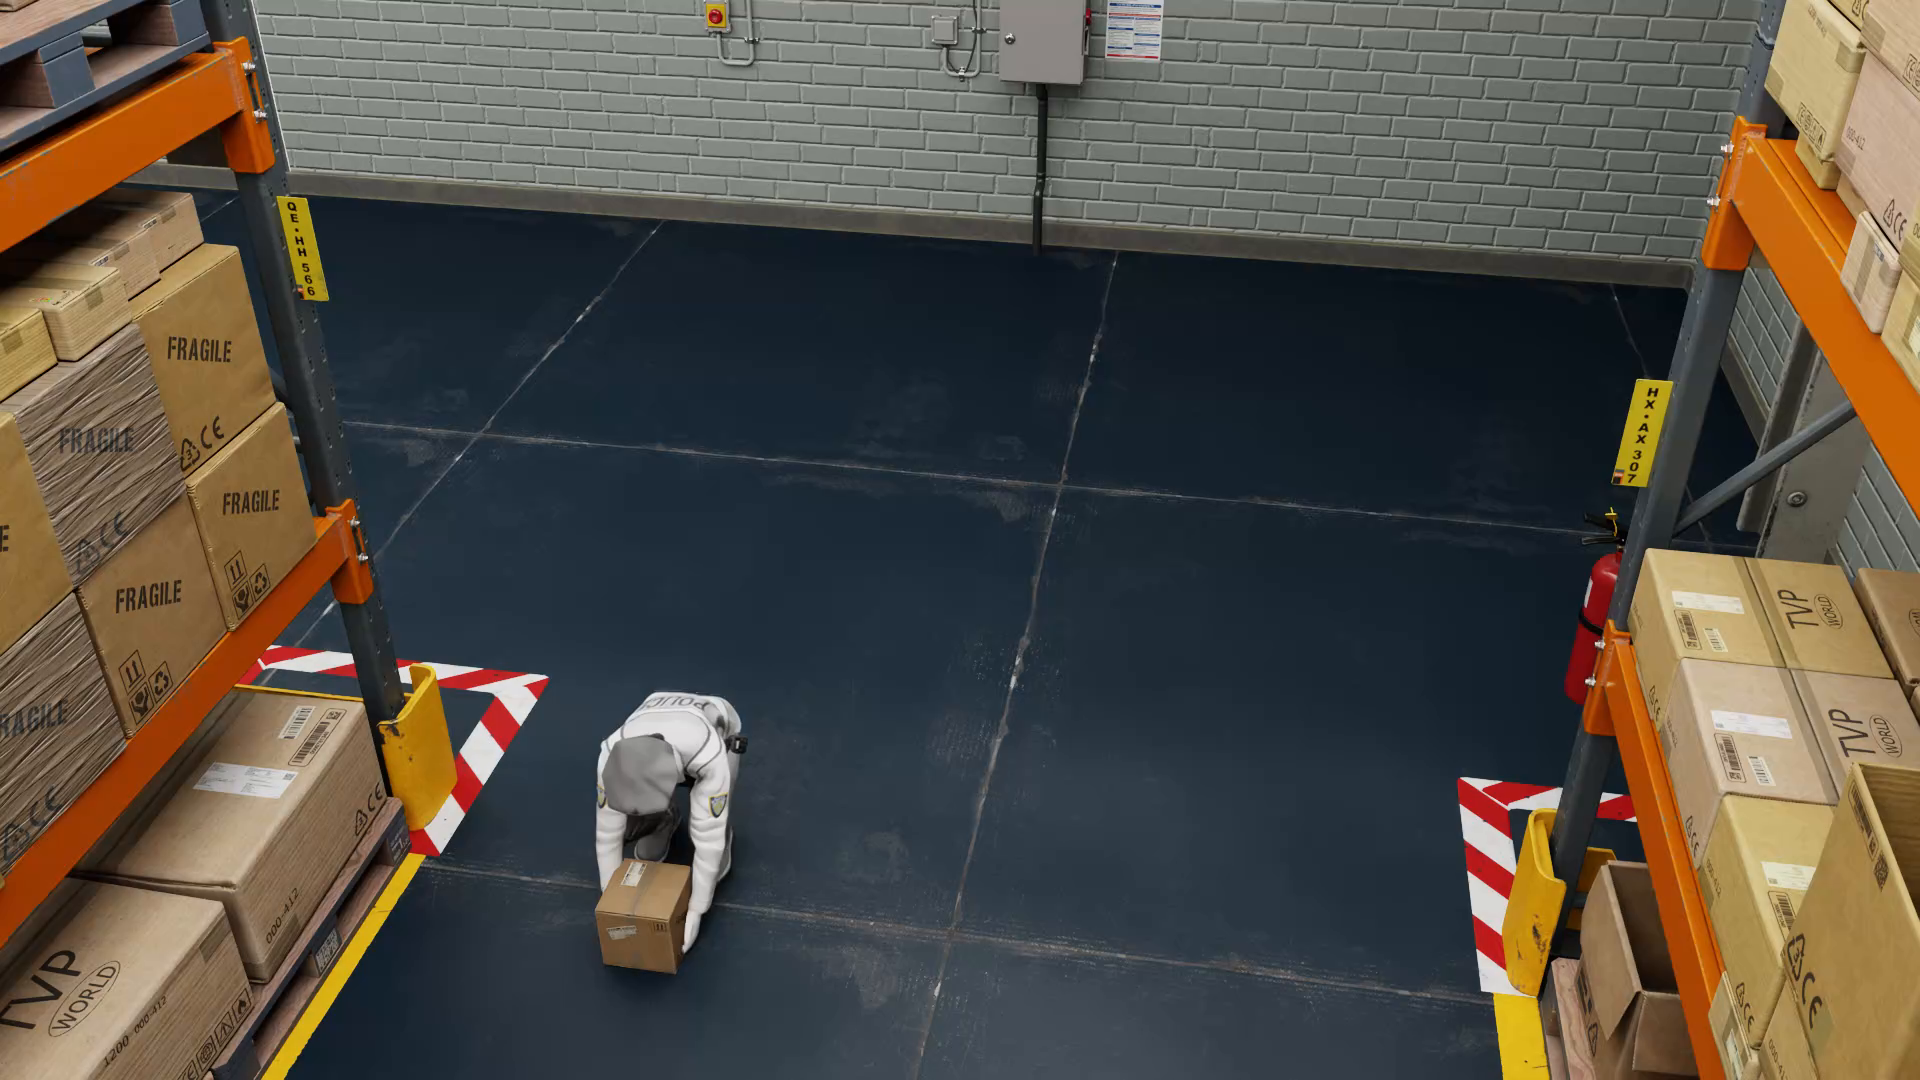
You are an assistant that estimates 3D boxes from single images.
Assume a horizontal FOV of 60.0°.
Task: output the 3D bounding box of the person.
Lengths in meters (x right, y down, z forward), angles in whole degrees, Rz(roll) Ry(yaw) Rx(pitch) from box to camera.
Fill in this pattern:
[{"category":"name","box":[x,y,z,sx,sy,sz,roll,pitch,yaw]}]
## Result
[{"category":"person","box":[-0.980,0.831,5.609,0.480,0.850,0.858,5,33,8]}]
